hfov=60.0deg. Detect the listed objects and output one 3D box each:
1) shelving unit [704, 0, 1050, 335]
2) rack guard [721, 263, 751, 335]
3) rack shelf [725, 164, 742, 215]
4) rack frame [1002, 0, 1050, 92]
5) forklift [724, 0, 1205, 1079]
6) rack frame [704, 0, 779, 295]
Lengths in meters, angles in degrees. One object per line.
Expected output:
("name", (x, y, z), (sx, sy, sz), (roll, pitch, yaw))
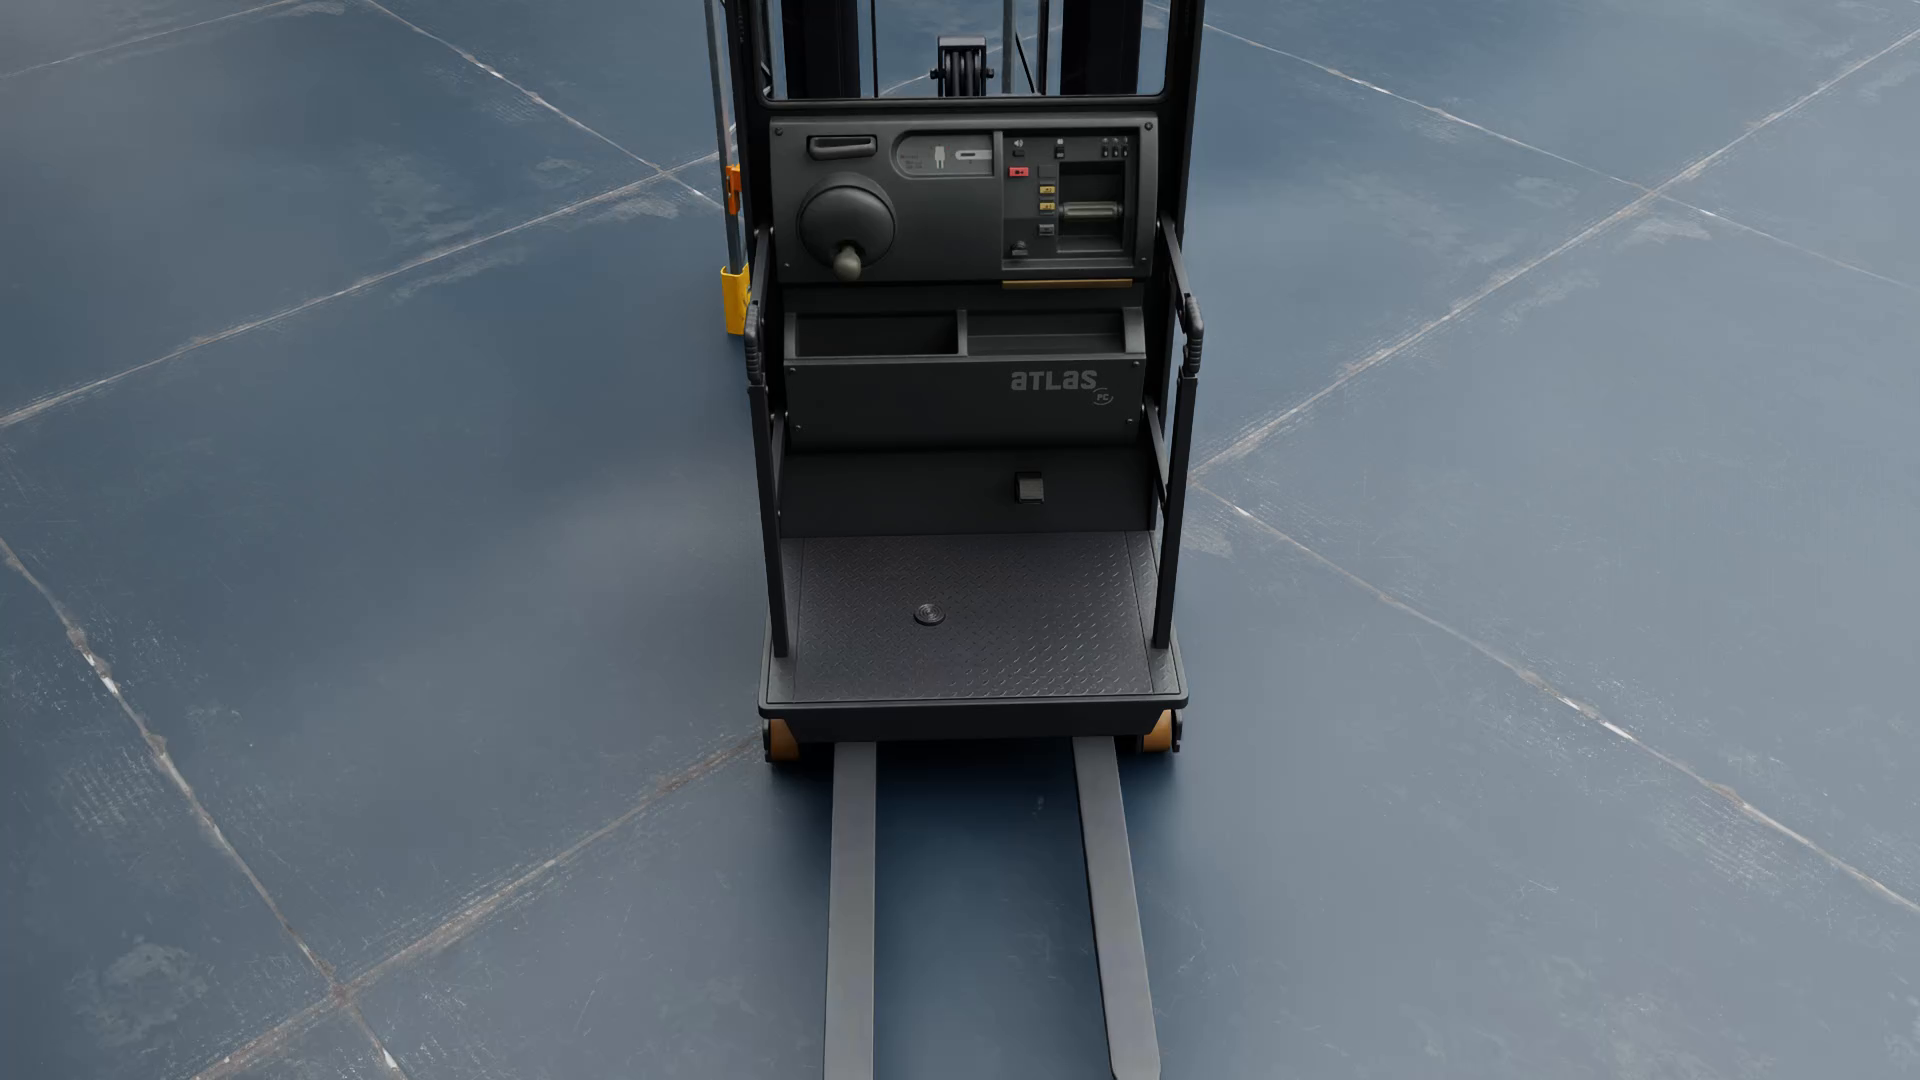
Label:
("shelving unit", (-0.277, -1.439, 5.838), (1.083, 1.500, 0.587), (11, 40, 13))
("rack guard", (-0.754, -1.042, 6.341), (0.087, 0.250, 0.587), (11, 40, 13))
("rack shelf", (-0.268, -1.297, 5.949), (1.000, 0.185, 0.538), (11, 40, 13))
("rack frame", (0.220, -1.346, 5.723), (0.032, 1.500, 0.500), (11, 40, 13))
("forklift", (0.021, -0.750, 3.845), (1.130, 2.935, 3.031), (-1, 39, -1))
("rack frame", (-0.755, -1.528, 5.948), (0.032, 1.500, 0.500), (11, 40, 13))
